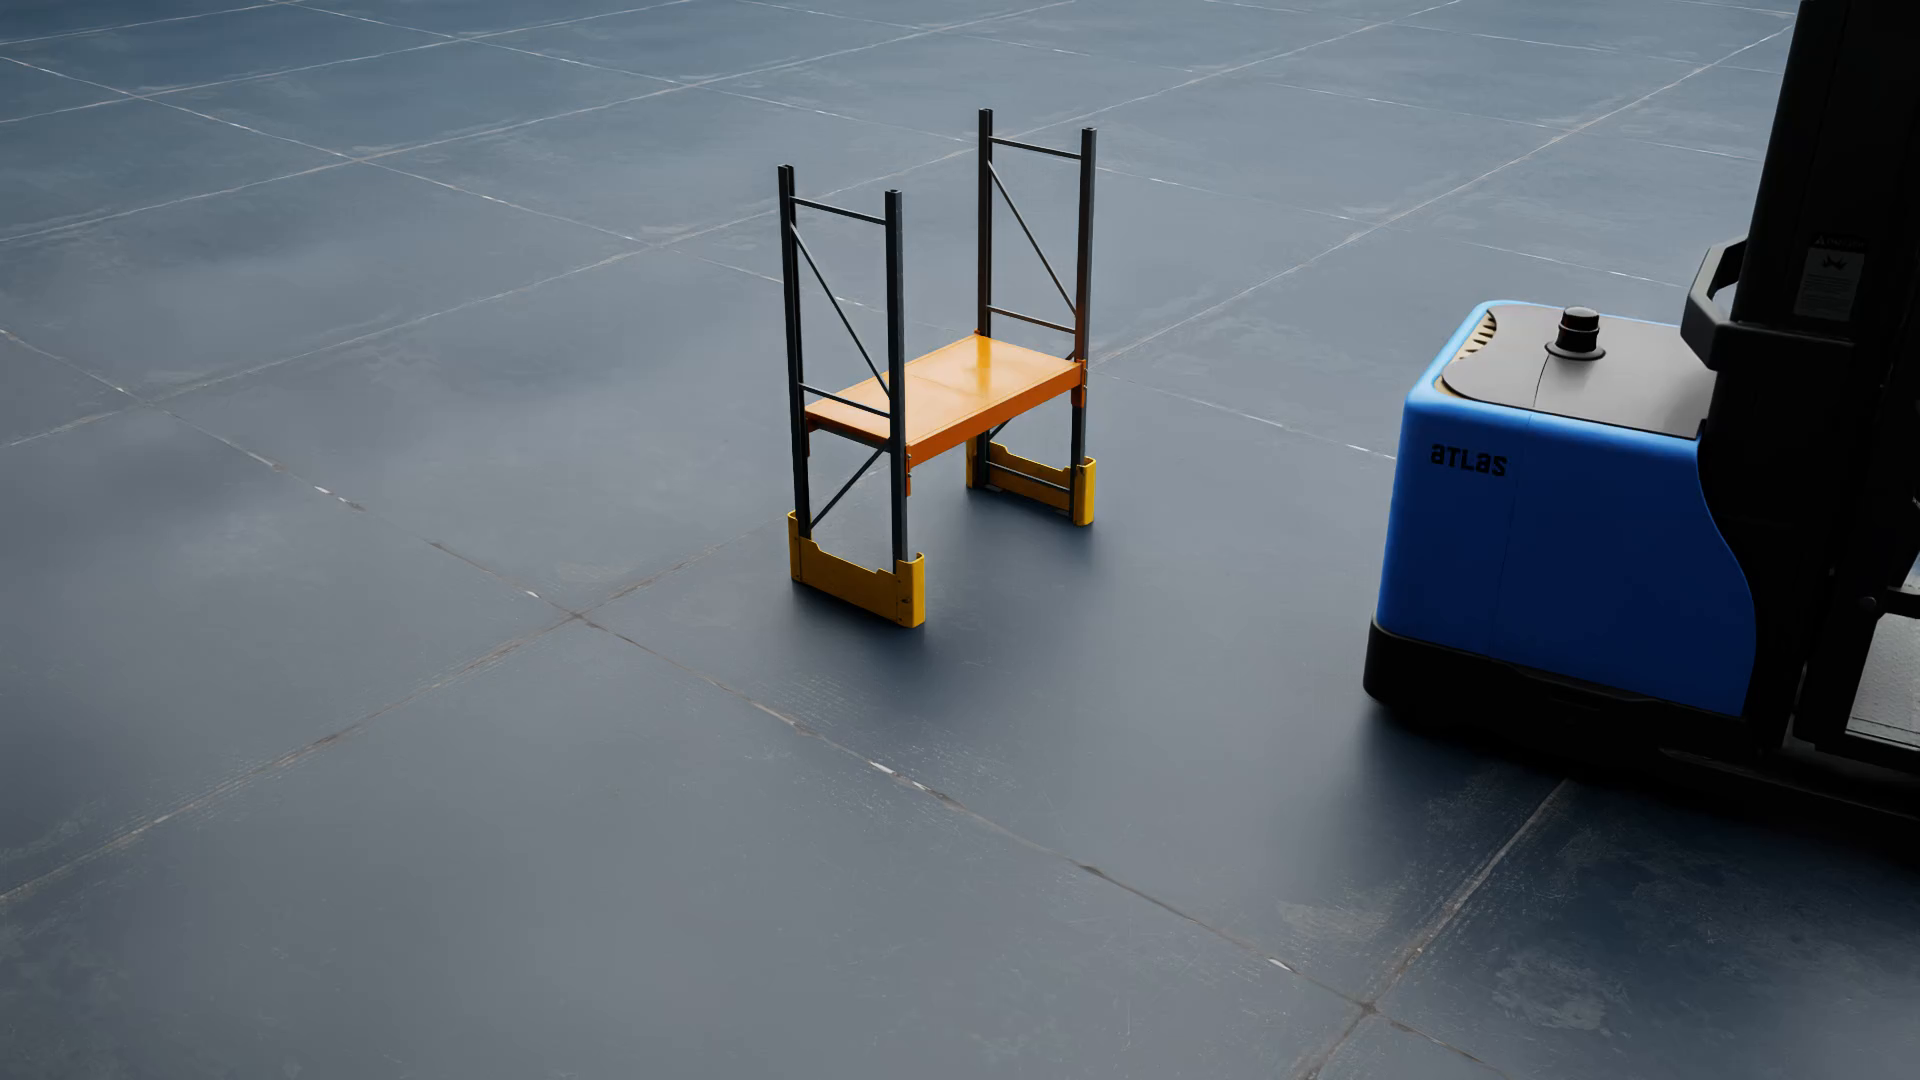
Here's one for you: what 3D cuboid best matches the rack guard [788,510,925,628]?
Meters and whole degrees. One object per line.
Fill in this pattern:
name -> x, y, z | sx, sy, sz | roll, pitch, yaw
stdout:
rack guard -> -0.365, 0.093, 5.799 | 0.587, 0.250, 0.087 | 21, 34, 34

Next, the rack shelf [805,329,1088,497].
rack shelf -> -0.054, -0.476, 5.930 | 0.538, 0.185, 1.000 | 21, 34, 34

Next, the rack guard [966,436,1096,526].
rack guard -> 0.268, -0.261, 6.482 | 0.587, 0.250, 0.087 | 21, 34, 34

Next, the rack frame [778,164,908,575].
rack frame -> -0.378, -0.456, 5.499 | 0.500, 1.500, 0.032 | 21, 34, 34

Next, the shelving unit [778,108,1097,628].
shelving unit -> -0.049, -0.639, 5.853 | 0.587, 1.500, 1.083 | 21, 34, 34

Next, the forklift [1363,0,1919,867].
forklift -> 2.807, -0.639, 4.296 | 3.031, 2.935, 1.130 | 14, 30, 25

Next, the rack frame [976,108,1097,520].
rack frame -> 0.269, -0.816, 6.195 | 0.500, 1.500, 0.032 | 21, 34, 34
